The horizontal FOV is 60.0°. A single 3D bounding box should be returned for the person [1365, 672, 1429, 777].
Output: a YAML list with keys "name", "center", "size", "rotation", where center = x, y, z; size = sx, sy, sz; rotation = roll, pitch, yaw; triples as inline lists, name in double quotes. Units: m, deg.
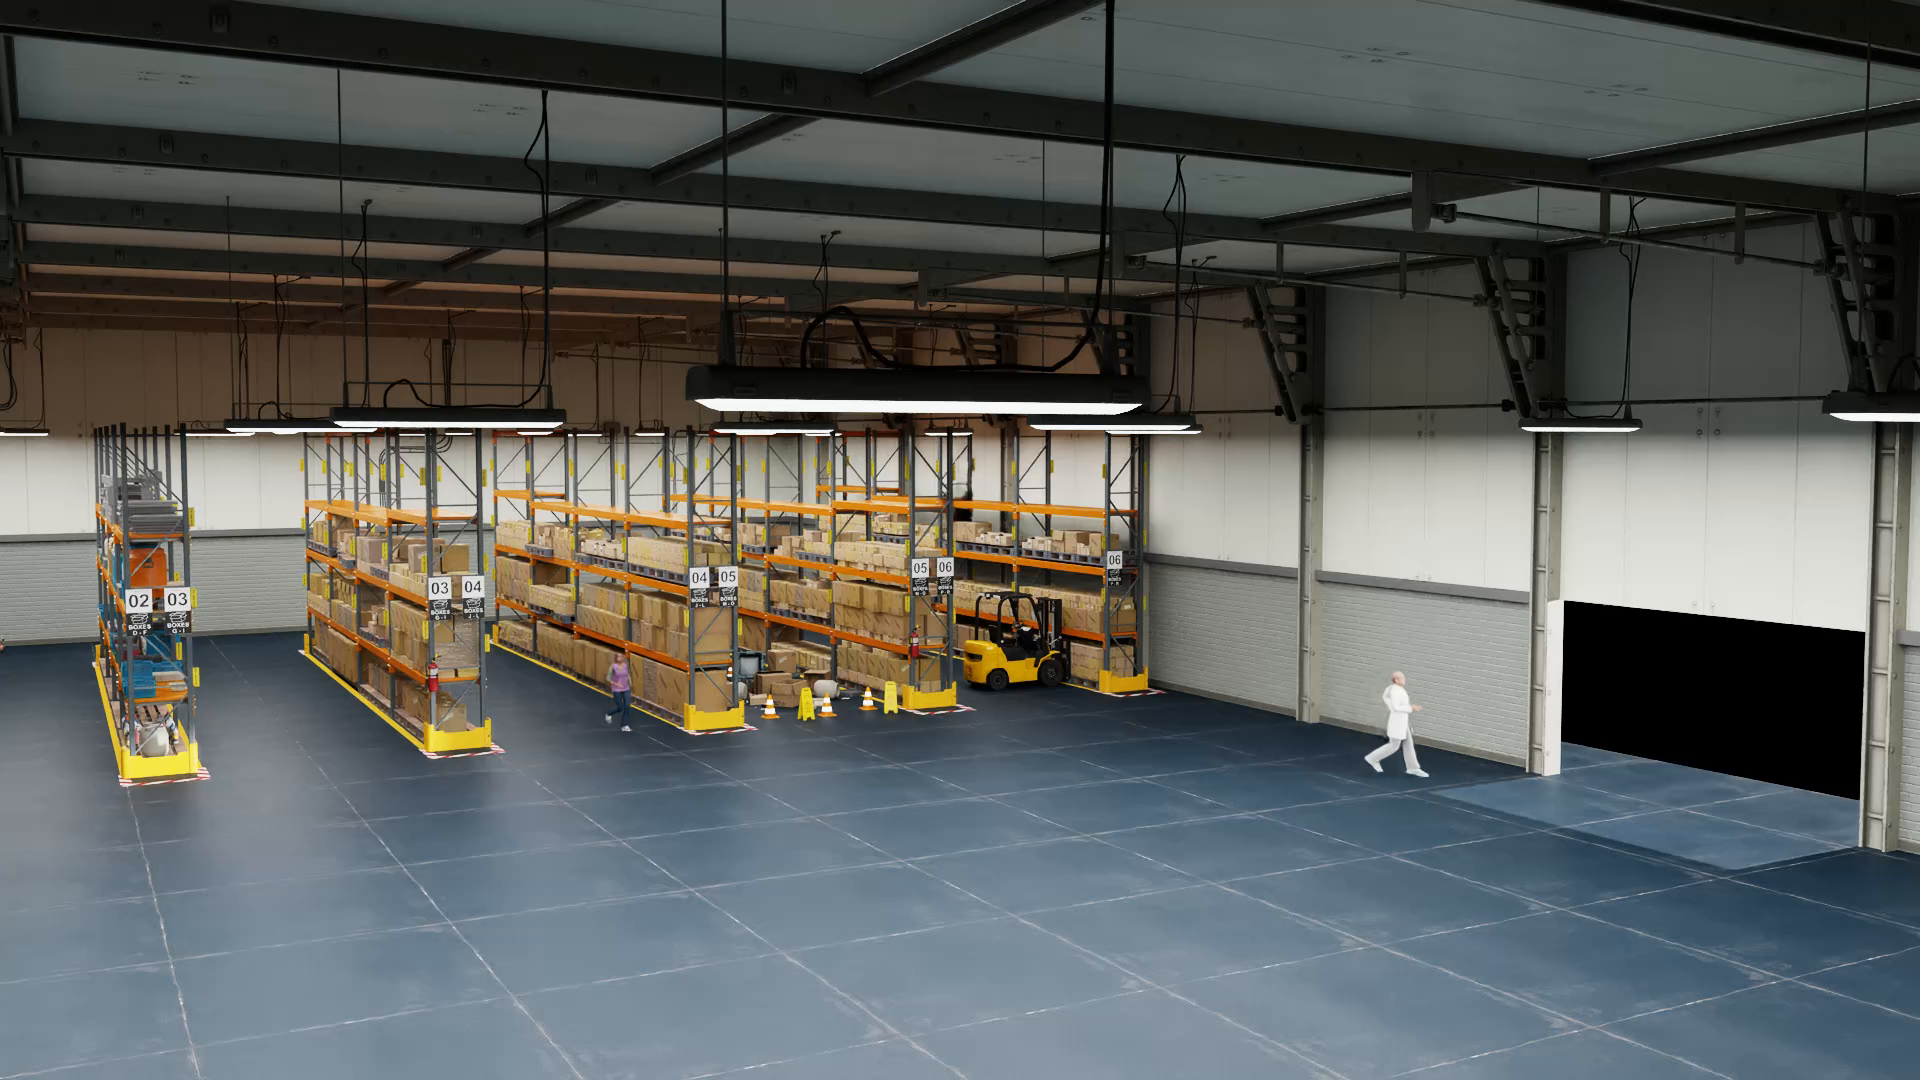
- name: "person"
  center: [7.397, 3.110, 28.118]
  size: [1.049, 1.781, 0.710]
  rotation: [1, 4, 20]

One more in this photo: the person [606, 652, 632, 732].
- name: "person"
  center: [-6.660, 2.977, 32.756]
  size: [0.566, 1.543, 0.717]
  rotation: [-3, 4, -39]

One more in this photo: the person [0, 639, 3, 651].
- name: "person"
  center: [-21.425, 2.641, 36.559]
  size: [0.687, 1.745, 0.739]
  rotation: [-2, 4, -34]
